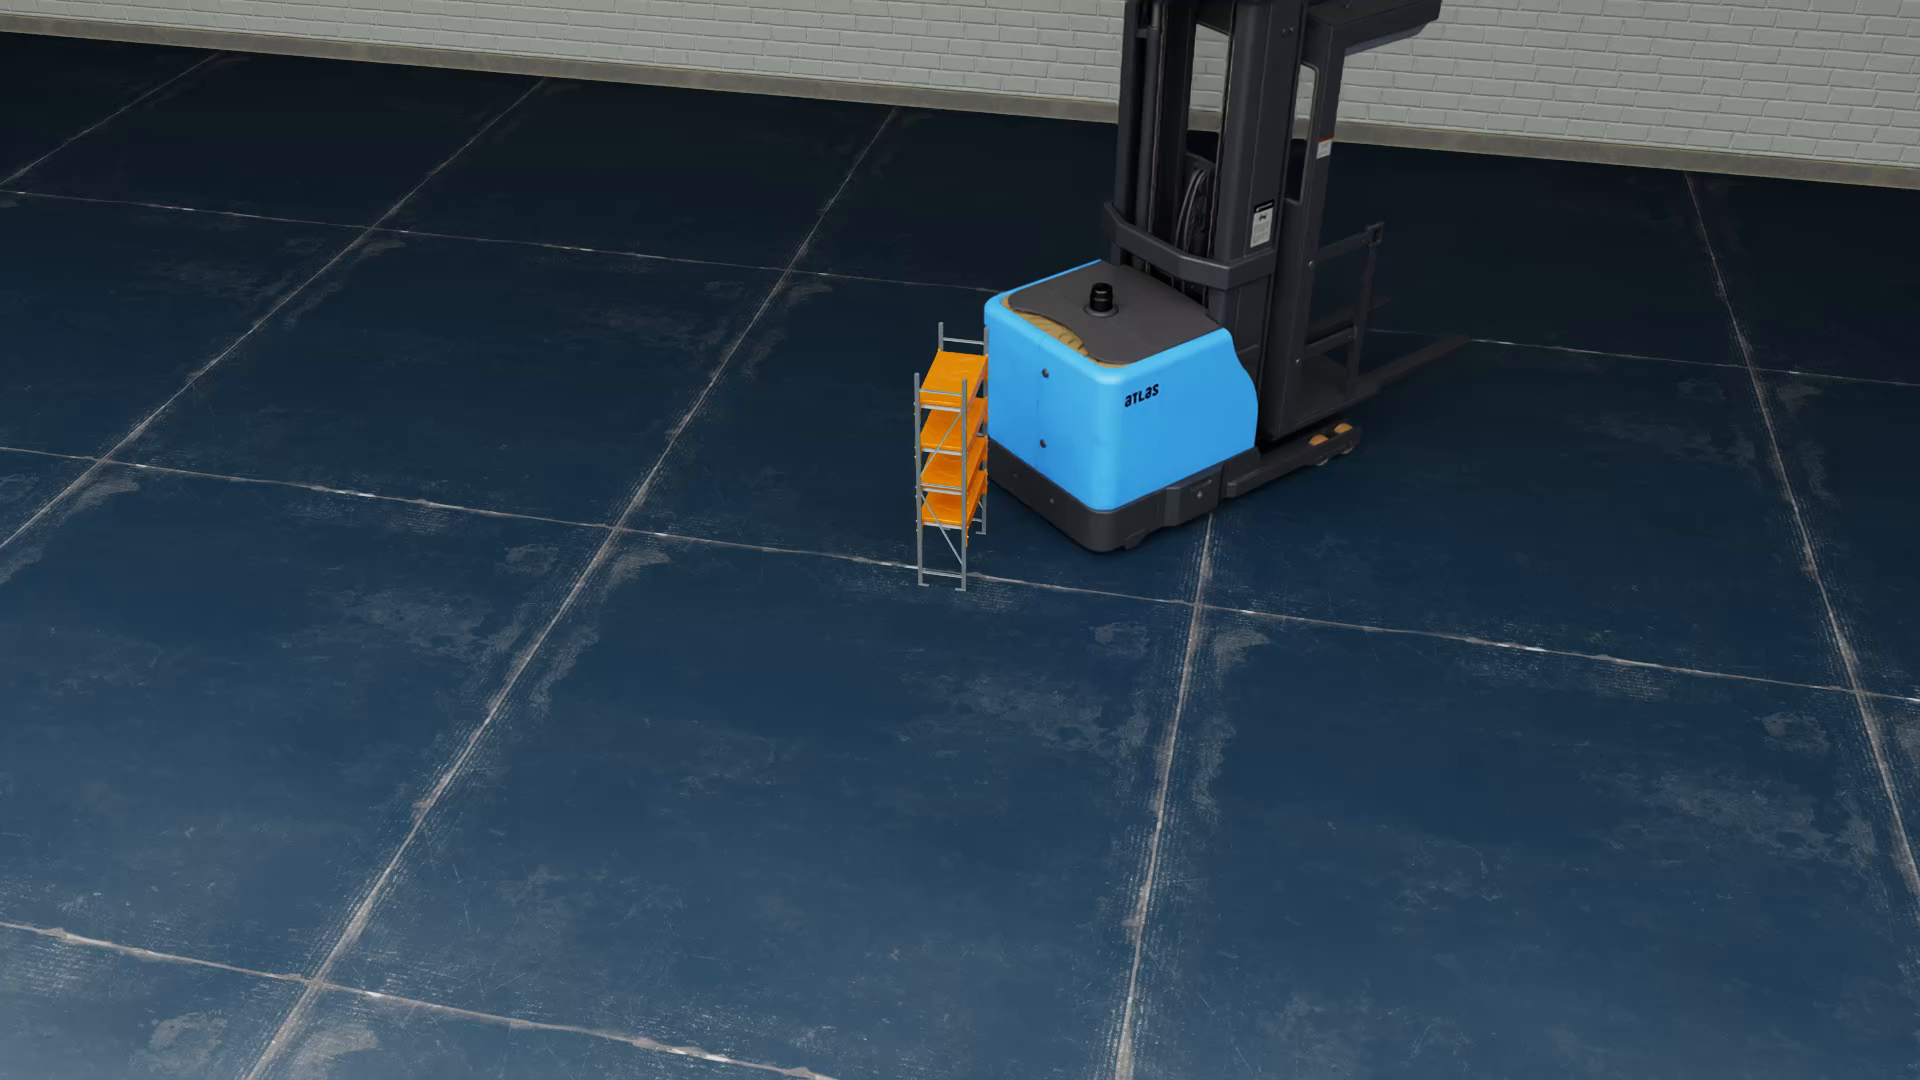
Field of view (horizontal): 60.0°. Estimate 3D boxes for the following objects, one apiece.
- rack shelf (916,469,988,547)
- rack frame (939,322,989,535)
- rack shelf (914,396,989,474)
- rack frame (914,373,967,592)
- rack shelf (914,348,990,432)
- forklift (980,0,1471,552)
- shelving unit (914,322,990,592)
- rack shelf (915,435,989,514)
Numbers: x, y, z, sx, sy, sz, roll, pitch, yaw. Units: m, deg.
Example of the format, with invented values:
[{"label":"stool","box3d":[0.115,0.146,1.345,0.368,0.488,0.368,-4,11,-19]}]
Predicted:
[{"label":"rack shelf","box3d":[-0.035,-0.176,8.193,0.258,0.148,0.480,7,37,10]},{"label":"rack frame","box3d":[0.017,-0.531,8.230,0.240,1.200,0.015,7,37,10]},{"label":"rack shelf","box3d":[-0.035,-0.518,7.945,0.258,0.148,0.480,7,37,10]},{"label":"rack frame","box3d":[-0.087,-0.251,7.844,0.240,1.200,0.015,7,37,10]},{"label":"rack shelf","box3d":[-0.035,-0.709,7.806,0.258,0.148,0.480,7,37,10]},{"label":"forklift","box3d":[1.591,-1.820,8.534,3.031,2.935,1.130,-24,42,-29]},{"label":"shelving unit","box3d":[-0.035,-0.391,8.037,0.258,1.200,0.503,7,37,10]},{"label":"rack shelf","box3d":[-0.035,-0.336,8.077,0.258,0.148,0.480,7,37,10]}]
